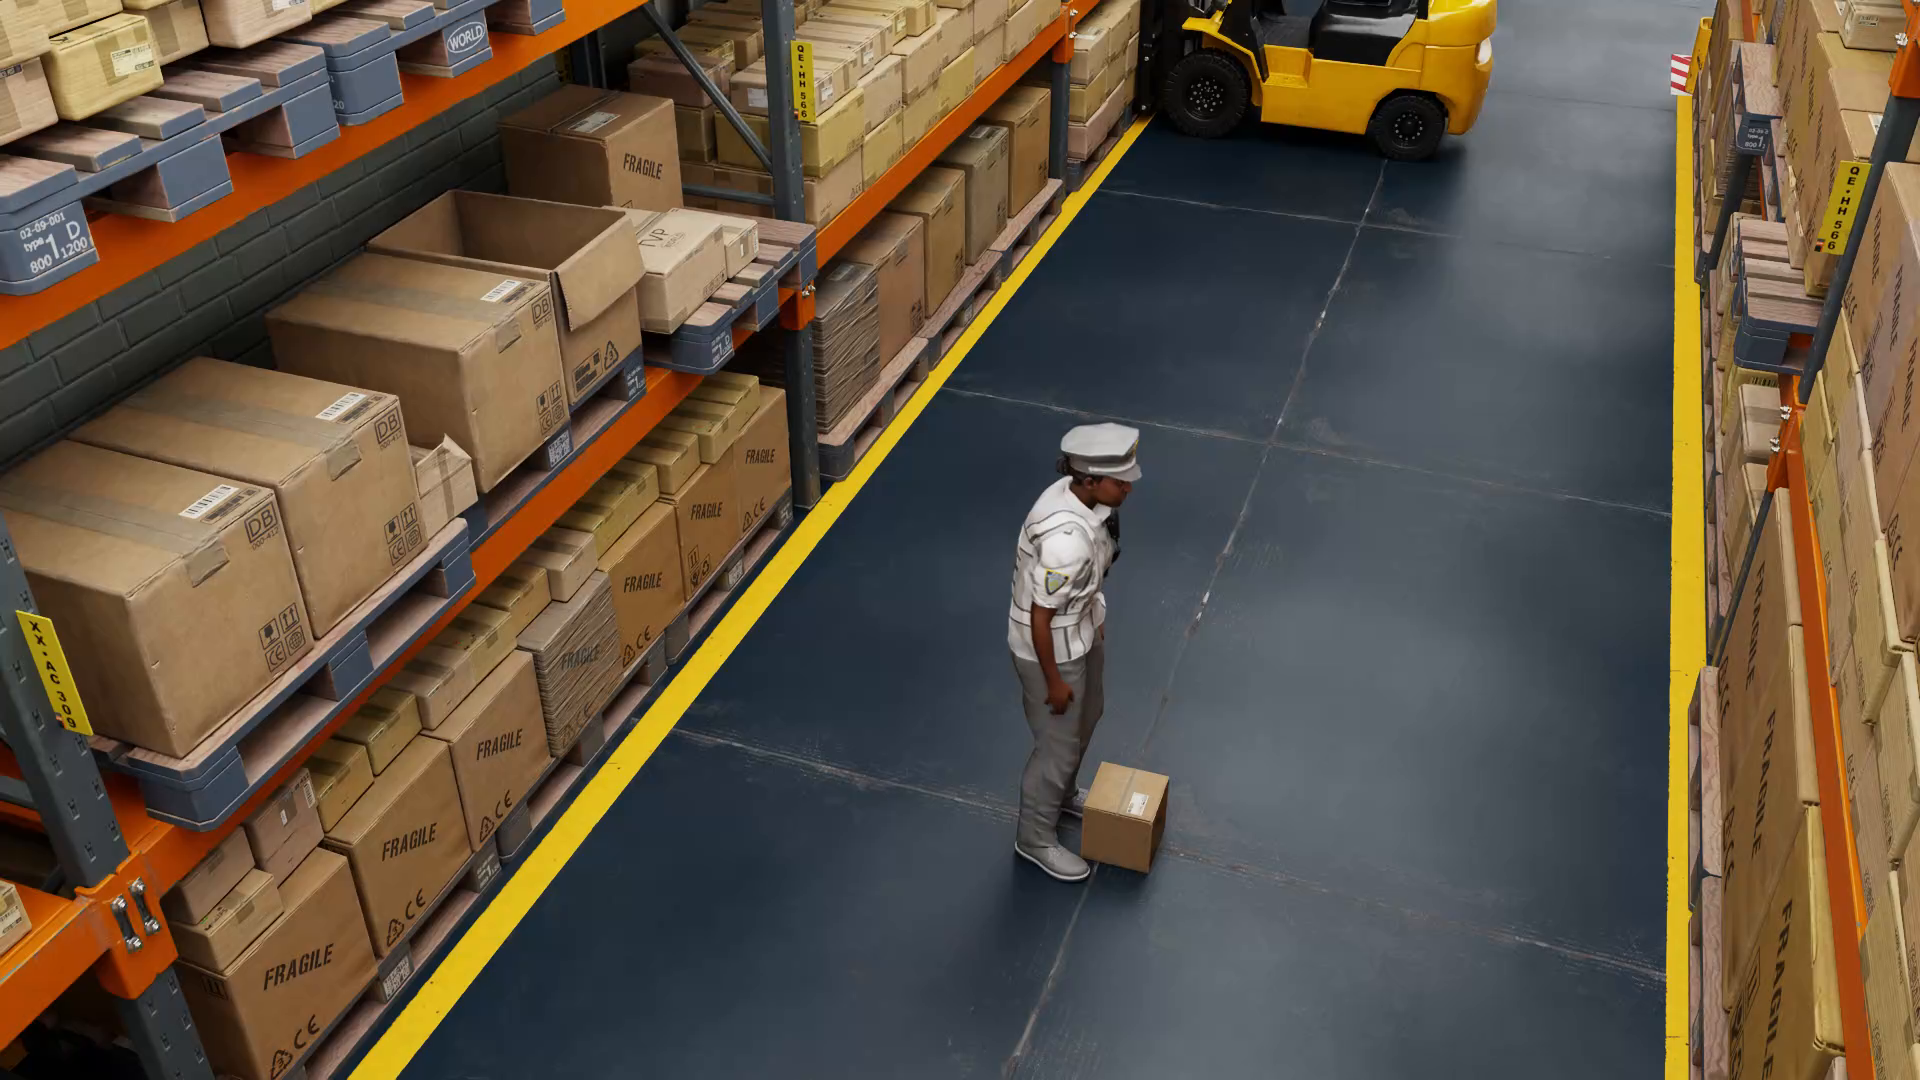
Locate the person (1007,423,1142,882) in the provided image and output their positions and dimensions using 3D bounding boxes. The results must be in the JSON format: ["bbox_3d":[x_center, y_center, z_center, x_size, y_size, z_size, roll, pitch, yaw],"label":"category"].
[{"bbox_3d":[0.368,0.360,5.597,0.399,1.657,0.512,12,35,17],"label":"person"}]
